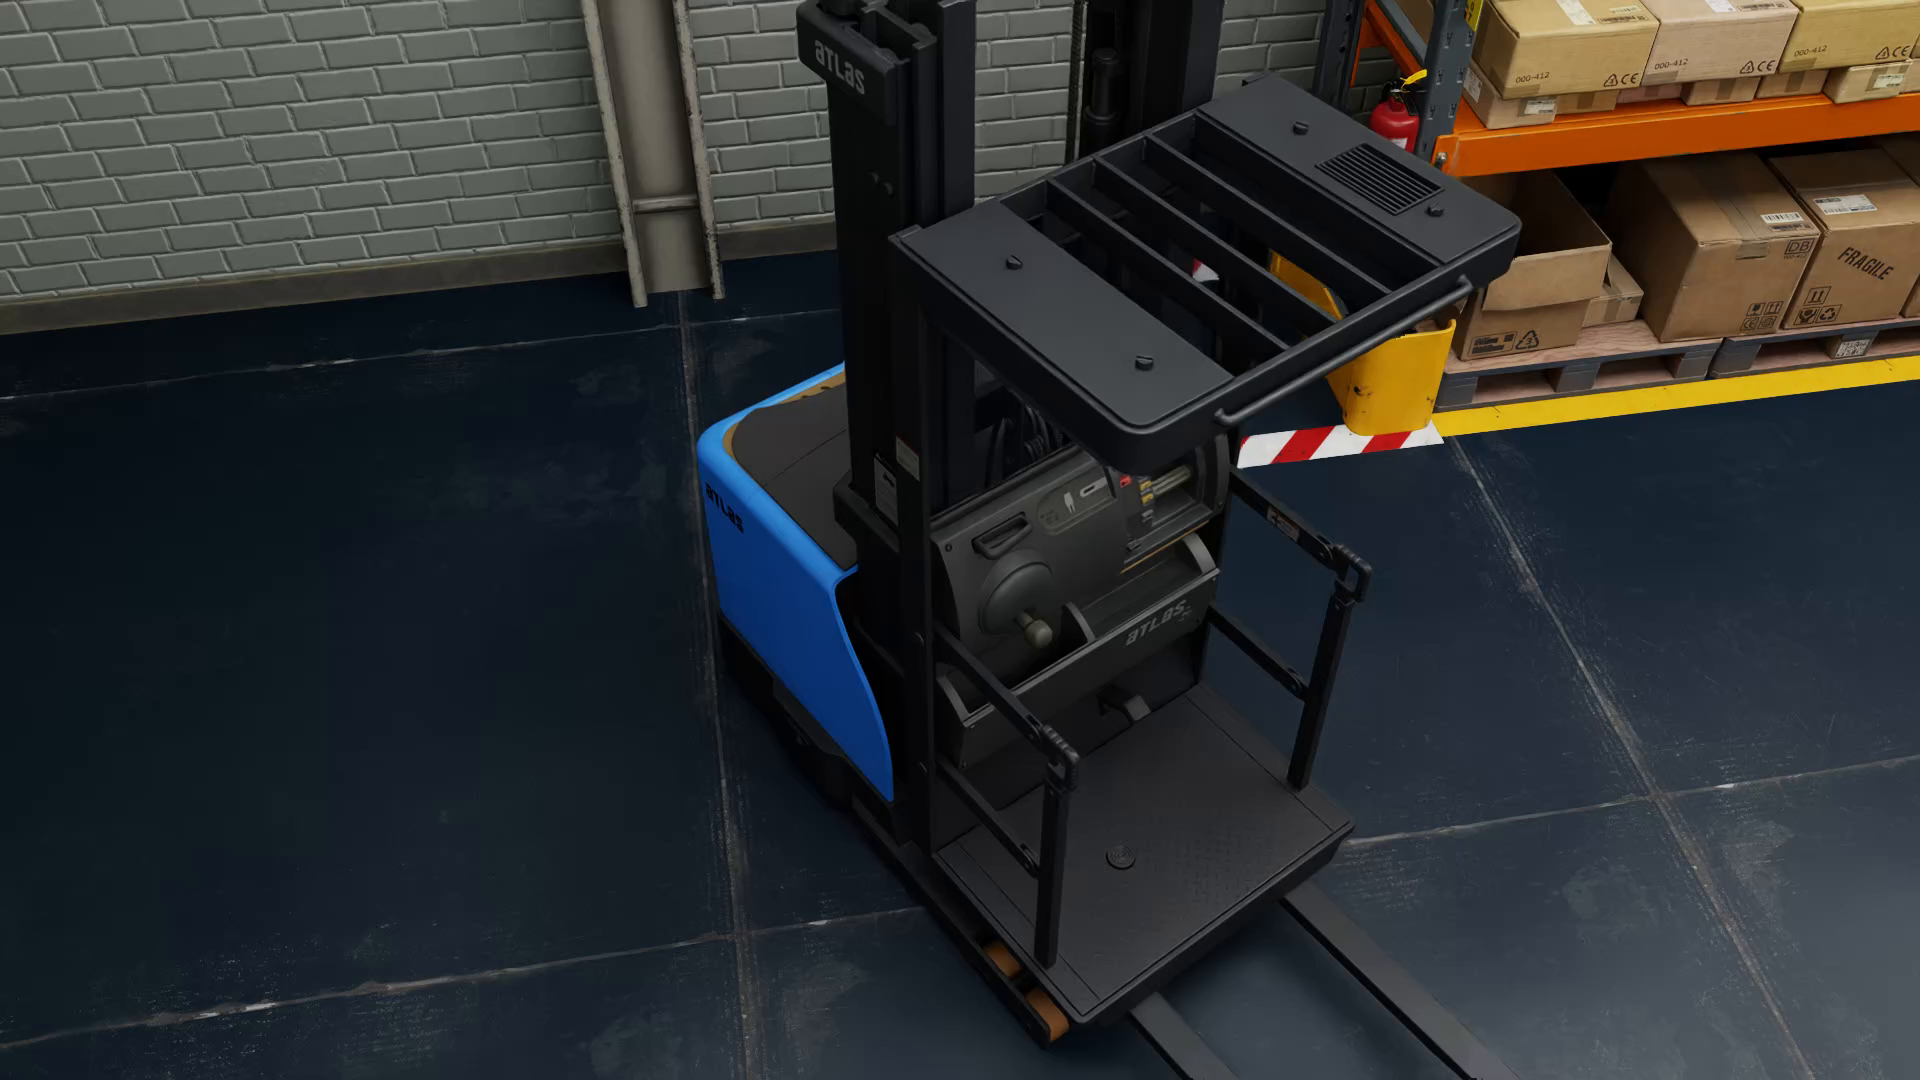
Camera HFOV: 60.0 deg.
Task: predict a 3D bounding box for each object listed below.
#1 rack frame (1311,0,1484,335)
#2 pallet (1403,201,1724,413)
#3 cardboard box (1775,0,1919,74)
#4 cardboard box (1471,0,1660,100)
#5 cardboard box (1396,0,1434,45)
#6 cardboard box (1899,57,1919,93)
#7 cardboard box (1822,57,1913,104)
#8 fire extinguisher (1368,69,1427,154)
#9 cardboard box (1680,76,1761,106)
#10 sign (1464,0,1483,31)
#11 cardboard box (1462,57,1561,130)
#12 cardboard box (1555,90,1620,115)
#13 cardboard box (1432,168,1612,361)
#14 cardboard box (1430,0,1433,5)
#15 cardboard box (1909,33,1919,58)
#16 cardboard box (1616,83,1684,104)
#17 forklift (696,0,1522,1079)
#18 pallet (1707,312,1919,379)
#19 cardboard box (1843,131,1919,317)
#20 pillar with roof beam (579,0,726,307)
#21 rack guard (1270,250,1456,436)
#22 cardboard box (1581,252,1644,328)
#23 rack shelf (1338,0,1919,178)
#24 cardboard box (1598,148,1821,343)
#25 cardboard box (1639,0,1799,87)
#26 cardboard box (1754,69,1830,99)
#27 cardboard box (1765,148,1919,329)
[{"bbox_3d":[1.563,-1.876,5.974,0.127,3.000,1.000,-7,46,-7],"label":"rack frame"},{"bbox_3d":[2.424,-1.016,7.082,1.213,0.211,1.003,-7,46,-7],"label":"pallet"},{"bbox_3d":[3.052,-1.918,5.912,0.500,0.250,0.500,-8,47,-8],"label":"cardboard box"},{"bbox_3d":[2.056,-1.791,5.790,0.500,0.250,0.500,-7,46,-7],"label":"cardboard box"},{"bbox_3d":[1.844,-2.020,6.287,0.250,0.149,0.380,-8,47,-7],"label":"cardboard box"},{"bbox_3d":[3.468,-1.804,6.079,0.250,0.149,0.380,-6,46,-6],"label":"cardboard box"},{"bbox_3d":[3.212,-1.757,6.034,0.250,0.149,0.380,-8,47,-8],"label":"cardboard box"},{"bbox_3d":[1.497,-1.373,5.803,0.183,0.674,0.296,-7,46,-7],"label":"fire extinguisher"},{"bbox_3d":[2.689,-1.743,6.020,0.250,0.149,0.380,-6,46,-6],"label":"cardboard box"},{"bbox_3d":[1.656,-1.791,5.291,0.005,0.325,0.100,-7,46,-7],"label":"sign"},{"bbox_3d":[1.934,-1.634,5.916,0.250,0.149,0.380,-7,47,-7],"label":"cardboard box"},{"bbox_3d":[2.177,-1.698,5.978,0.250,0.149,0.380,-6,46,-6],"label":"cardboard box"},{"bbox_3d":[2.182,-1.163,6.729,0.637,0.503,0.797,-9,47,-8],"label":"cardboard box"},{"bbox_3d":[1.971,-2.172,6.157,0.500,0.250,0.500,-6,46,-6],"label":"cardboard box"},{"bbox_3d":[3.552,-1.996,5.988,0.500,0.250,0.500,-8,47,-8],"label":"cardboard box"},{"bbox_3d":[2.430,-1.755,6.032,0.250,0.149,0.380,-8,47,-7],"label":"cardboard box"},{"bbox_3d":[0.467,0.034,4.182,1.130,2.935,3.031,-29,53,-25],"label":"forklift"},{"bbox_3d":[3.623,-1.163,7.224,1.213,0.211,1.003,-7,46,-7],"label":"pallet"},{"bbox_3d":[4.054,-1.367,6.928,0.500,0.500,0.700,-9,47,-8],"label":"cardboard box"},{"bbox_3d":[-0.513,-1.211,1.168,0.400,9.000,9.100,-7,46,-7],"label":"pillar with roof beam"},{"bbox_3d":[1.638,-1.018,6.883,0.348,0.500,1.175,-7,46,-7],"label":"rack guard"},{"bbox_3d":[2.607,-1.065,6.881,0.250,0.149,0.380,-9,47,-8],"label":"cardboard box"},{"bbox_3d":[3.534,-1.871,6.470,4.000,0.370,1.077,-7,46,-7],"label":"rack shelf"},{"bbox_3d":[3.031,-1.239,6.805,0.500,0.500,0.700,-5,46,-5],"label":"cardboard box"},{"bbox_3d":[2.553,-1.853,5.850,0.500,0.250,0.500,-7,46,-6],"label":"cardboard box"},{"bbox_3d":[2.950,-1.779,6.056,0.250,0.149,0.380,-6,46,-6],"label":"cardboard box"},{"bbox_3d":[3.569,-1.233,6.799,0.500,0.500,0.500,-6,46,-6],"label":"cardboard box"}]
